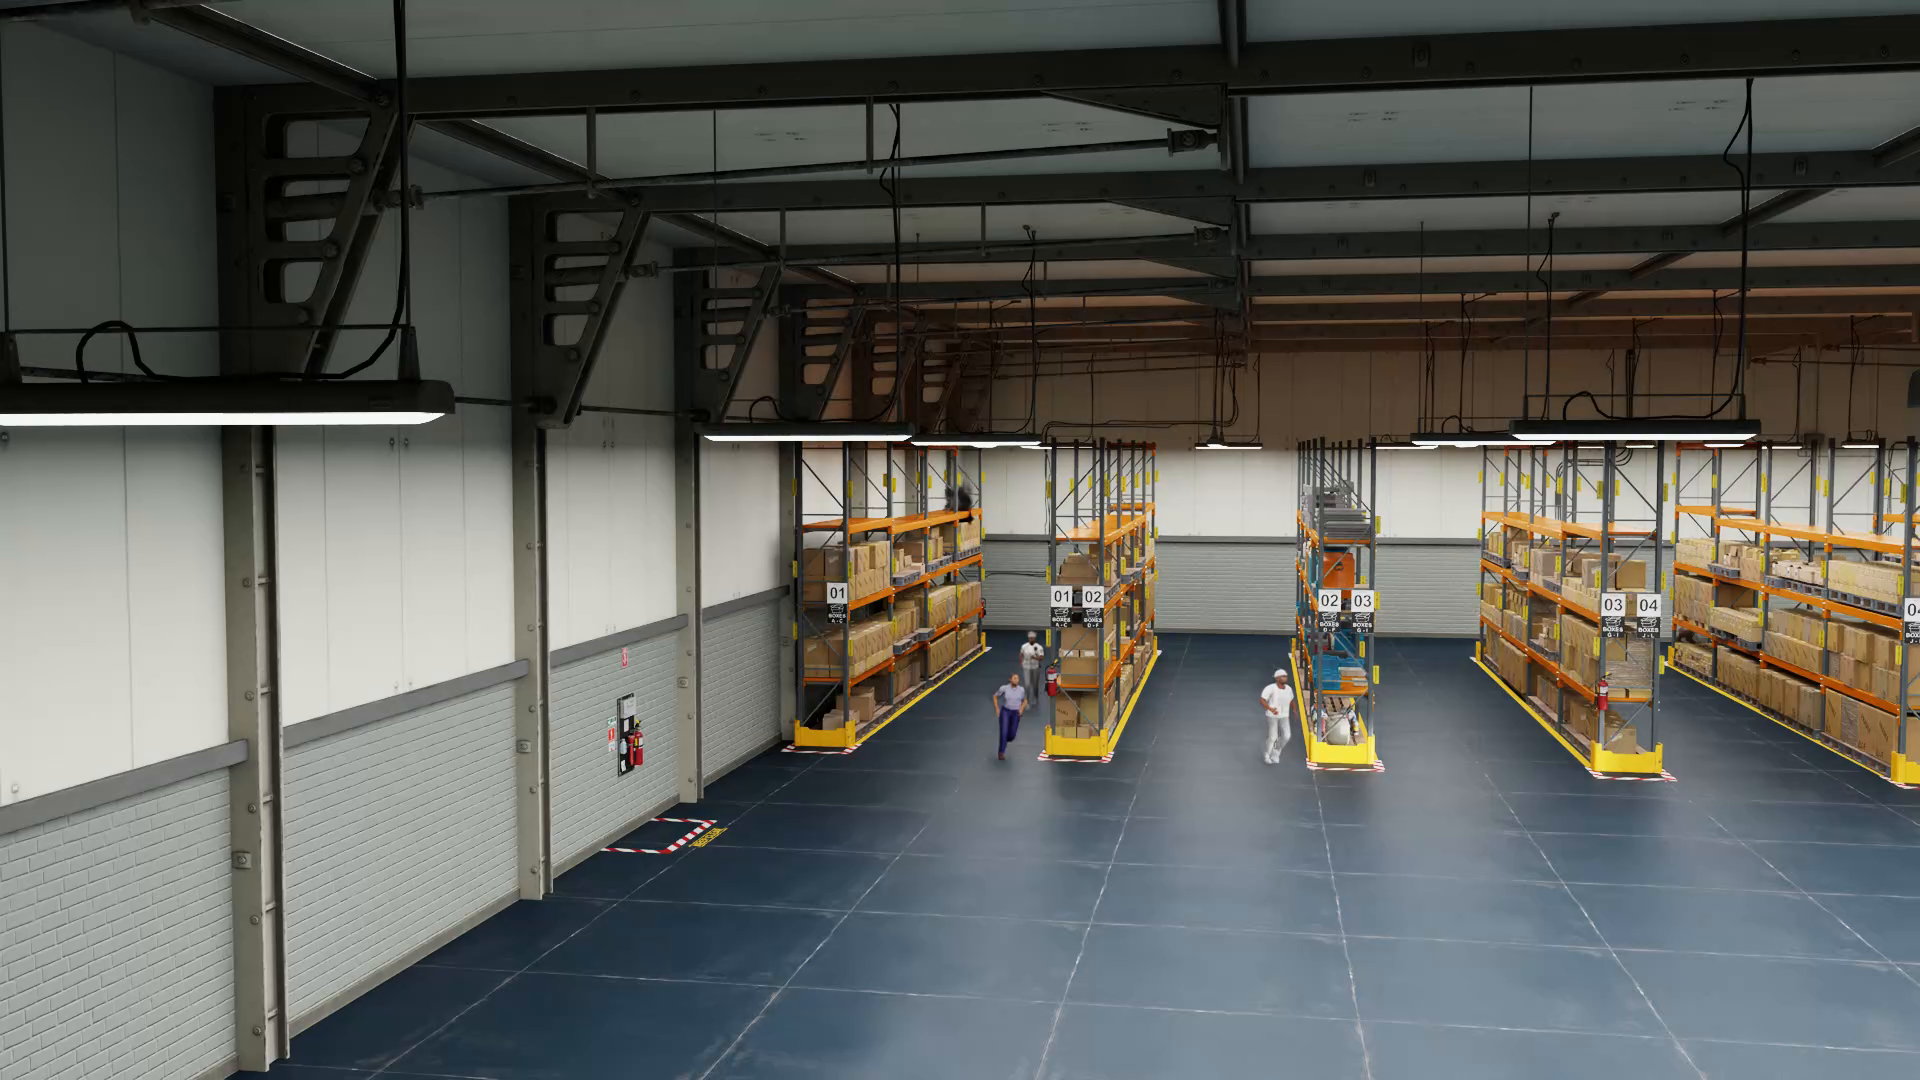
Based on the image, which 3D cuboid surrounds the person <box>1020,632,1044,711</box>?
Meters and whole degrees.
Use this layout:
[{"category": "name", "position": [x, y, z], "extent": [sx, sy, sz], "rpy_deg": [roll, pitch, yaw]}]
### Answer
[{"category": "person", "position": [1.600, 2.894, 37.138], "extent": [0.562, 1.721, 0.885], "rpy_deg": [0, 3, 6]}]

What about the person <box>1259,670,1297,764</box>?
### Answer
[{"category": "person", "position": [5.868, 3.241, 30.491], "extent": [0.779, 1.723, 0.564], "rpy_deg": [-1, 3, -18]}]

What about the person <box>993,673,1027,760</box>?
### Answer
[{"category": "person", "position": [0.938, 3.289, 31.244], "extent": [0.650, 1.607, 0.672], "rpy_deg": [-1, 3, -11]}]

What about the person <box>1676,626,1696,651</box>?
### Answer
[{"category": "person", "position": [20.012, 2.433, 45.849], "extent": [0.864, 1.768, 0.839], "rpy_deg": [2, 3, 28]}]
